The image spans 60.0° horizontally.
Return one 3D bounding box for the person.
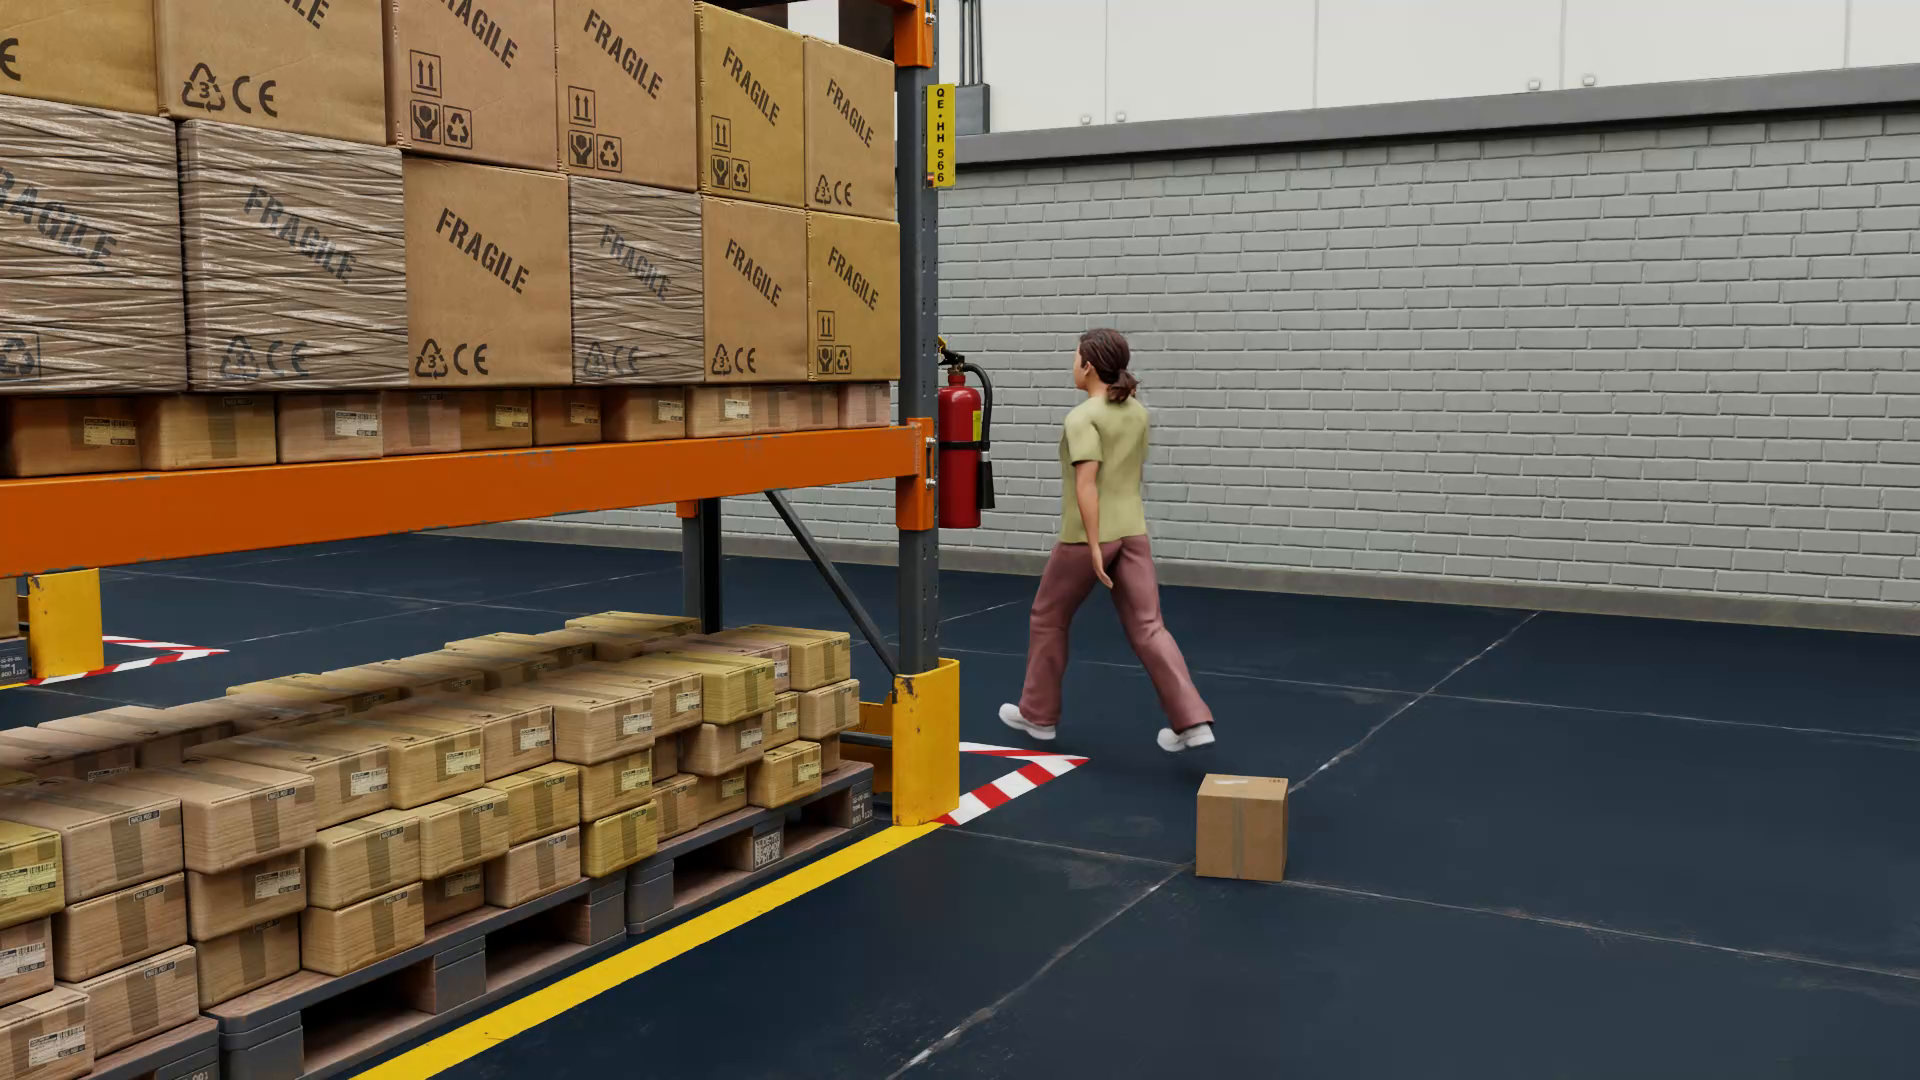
[{"bbox_3d":[0.543,0.005,6.340,0.443,1.616,1.064,-4,7,-33],"label":"person"}]
